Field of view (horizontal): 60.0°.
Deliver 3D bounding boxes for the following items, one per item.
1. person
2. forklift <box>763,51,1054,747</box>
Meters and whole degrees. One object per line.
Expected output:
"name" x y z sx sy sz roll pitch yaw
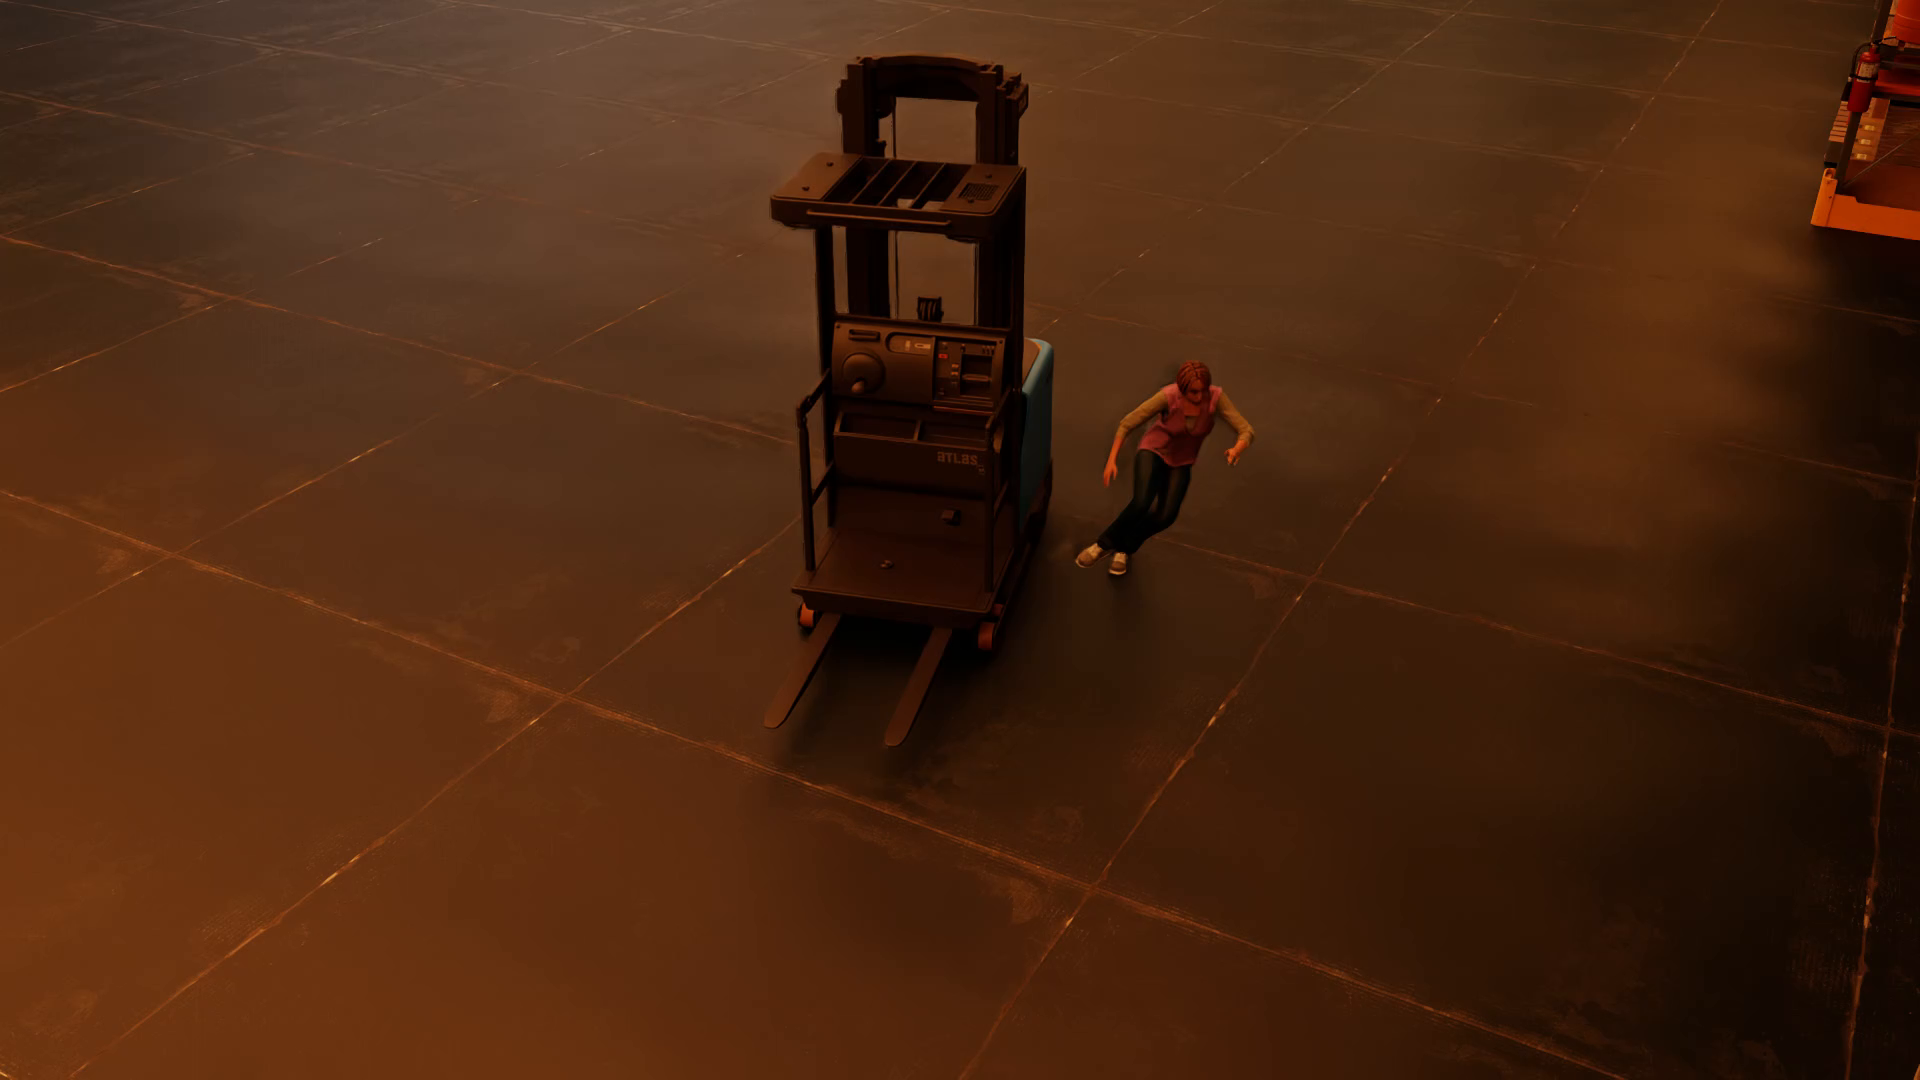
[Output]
"person" 1.134 -0.348 9.241 0.916 1.356 0.838 -6 31 -10
"forklift" -0.268 -0.875 8.587 1.130 2.935 3.031 7 31 12
